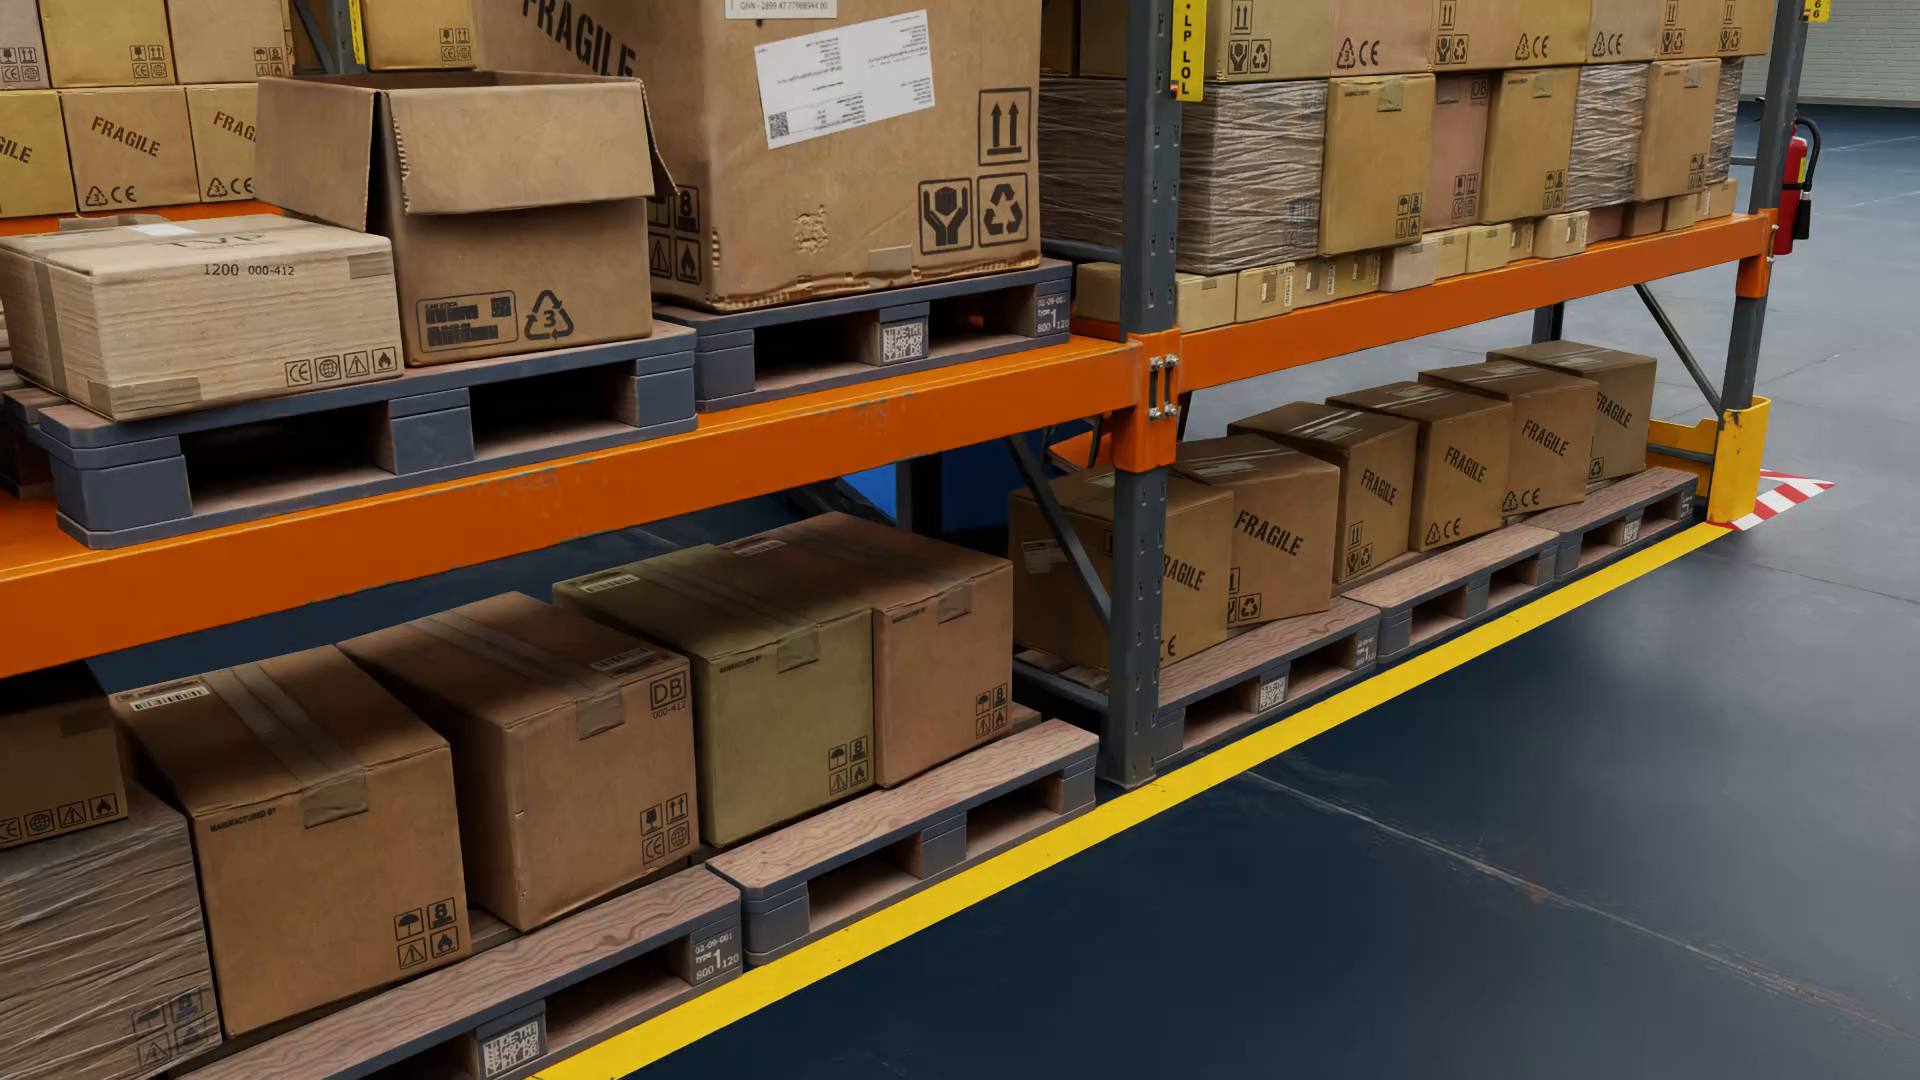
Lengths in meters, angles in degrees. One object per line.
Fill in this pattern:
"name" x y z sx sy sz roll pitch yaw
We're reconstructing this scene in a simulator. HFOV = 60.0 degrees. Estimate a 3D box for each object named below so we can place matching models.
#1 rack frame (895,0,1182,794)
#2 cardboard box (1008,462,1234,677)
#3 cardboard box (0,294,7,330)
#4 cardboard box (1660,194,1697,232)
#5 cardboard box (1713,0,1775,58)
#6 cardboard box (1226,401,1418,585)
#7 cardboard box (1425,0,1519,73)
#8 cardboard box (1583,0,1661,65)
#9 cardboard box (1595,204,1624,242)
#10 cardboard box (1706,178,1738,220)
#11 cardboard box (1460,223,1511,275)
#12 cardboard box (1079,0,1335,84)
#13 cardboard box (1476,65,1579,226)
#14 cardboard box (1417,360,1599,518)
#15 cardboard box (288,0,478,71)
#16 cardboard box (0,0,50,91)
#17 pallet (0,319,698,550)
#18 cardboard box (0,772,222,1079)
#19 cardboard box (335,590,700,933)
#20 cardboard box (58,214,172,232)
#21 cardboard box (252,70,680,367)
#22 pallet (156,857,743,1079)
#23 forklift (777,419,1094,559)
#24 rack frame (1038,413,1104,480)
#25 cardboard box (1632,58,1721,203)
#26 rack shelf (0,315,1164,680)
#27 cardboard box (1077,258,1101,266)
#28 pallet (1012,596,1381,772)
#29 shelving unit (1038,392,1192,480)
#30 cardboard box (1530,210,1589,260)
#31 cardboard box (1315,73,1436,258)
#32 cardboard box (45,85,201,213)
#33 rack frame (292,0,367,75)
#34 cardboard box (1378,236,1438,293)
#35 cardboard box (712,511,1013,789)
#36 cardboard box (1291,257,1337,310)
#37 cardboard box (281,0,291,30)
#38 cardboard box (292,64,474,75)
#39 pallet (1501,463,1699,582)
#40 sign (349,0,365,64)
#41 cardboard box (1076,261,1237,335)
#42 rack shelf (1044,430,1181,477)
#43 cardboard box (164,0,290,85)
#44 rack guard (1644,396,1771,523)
"rack frame" 0.182 -0.828 4.674 0.127 3.000 1.000 -16 24 -41
"cardboard box" 0.500 0.086 5.228 0.500 0.500 0.500 17 25 42
"cardboard box" -4.245 -0.735 7.355 0.750 0.750 1.050 -16 24 -41
"cardboard box" 2.695 -1.332 6.636 0.250 0.149 0.380 -16 24 -41
"cardboard box" 2.858 -2.168 6.542 0.500 0.500 0.500 -16 24 -41
"cardboard box" 1.308 -0.186 6.068 0.500 0.500 0.500 15 23 39
"cardboard box" 1.409 -1.743 5.231 0.500 0.500 0.500 -16 24 -41
"cardboard box" 2.134 -1.955 5.886 0.500 0.500 0.500 -16 24 -41
"cardboard box" 2.292 -1.238 6.348 0.250 0.149 0.380 -16 24 -41
"cardboard box" 3.023 -1.449 6.998 0.250 0.149 0.380 -16 24 -41
"cardboard box" 1.625 -1.007 5.635 0.250 0.149 0.380 -16 24 -41
"cardboard box" 0.683 -1.531 4.577 0.500 0.500 0.500 -16 24 -41
"cardboard box" 1.625 -1.421 5.861 0.500 0.500 0.875 -16 24 -41
"cardboard box" 2.212 -0.423 6.798 0.500 0.500 0.500 -9 20 -27
"cardboard box" -2.861 -2.616 8.196 0.550 0.550 0.875 -16 24 -41
"cardboard box" -4.249 -2.161 7.002 0.500 0.500 0.700 -16 24 -40
"pallet" -1.314 -0.317 3.411 1.213 0.211 1.003 -16 24 -41
"cardboard box" -1.857 0.733 3.200 0.700 0.500 0.500 15 24 39
"cardboard box" -1.045 0.493 3.940 0.700 0.500 0.500 15 23 39
"cardboard box" -1.698 -0.530 3.292 0.396 0.266 0.258 17 25 42
"cardboard box" -1.014 -0.688 3.396 0.637 0.503 0.797 -13 22 -35
"pallet" -1.270 0.924 3.793 1.213 0.211 1.003 -16 24 -41
"forklift" -0.265 -1.603 7.176 1.130 2.935 3.031 -7 19 -21
"rack frame" 0.374 -0.272 5.829 0.015 1.200 0.240 -22 42 -39
"cardboard box" 2.389 -1.621 6.476 0.500 0.500 0.875 -16 24 -41
"rack shelf" -1.271 -0.062 3.478 4.000 0.370 1.077 -16 24 -41
"cardboard box" 0.324 -0.870 5.213 0.250 0.149 0.380 -16 24 -41
"pallet" 0.646 0.349 5.567 1.213 0.211 1.003 -16 24 -41
"shelving unit" 0.550 -0.345 5.982 0.503 1.200 0.258 -22 42 -39
"cardboard box" 2.005 -1.108 5.945 0.250 0.149 0.380 -16 24 -41
"cardboard box" 0.939 -1.196 5.166 0.500 0.500 0.875 -16 24 -41
"cardboard box" -3.715 -1.731 7.297 0.500 0.500 0.500 -17 24 -41
"rack frame" -3.152 -1.961 8.168 0.127 3.000 1.000 -16 24 -41
"cardboard box" 1.283 -0.894 5.287 0.250 0.149 0.380 -16 24 -41
"cardboard box" -0.279 0.277 4.605 0.700 0.500 0.500 16 24 40
"cardboard box" 0.898 -0.795 4.982 0.250 0.149 0.380 -16 24 -41
"cardboard box" -5.072 -4.092 12.477 0.500 0.500 0.700 -16 24 -41
"cardboard box" -2.893 -2.113 8.394 0.550 0.550 0.875 -16 24 -41
"pallet" 2.419 -0.168 7.162 1.213 0.211 1.003 -16 24 -41
"sign" -2.773 -2.354 7.633 0.005 0.325 0.100 -16 24 -41
"cardboard box" 0.545 -0.686 4.645 0.250 0.149 0.380 -16 24 -41
"rack shelf" 0.543 -0.288 6.017 0.480 0.148 0.258 -22 42 -39
"cardboard box" -3.509 -2.377 7.670 0.500 0.500 0.700 -17 24 -42
"rack guard" 3.033 -0.470 7.624 0.348 0.500 1.175 -16 24 -41
